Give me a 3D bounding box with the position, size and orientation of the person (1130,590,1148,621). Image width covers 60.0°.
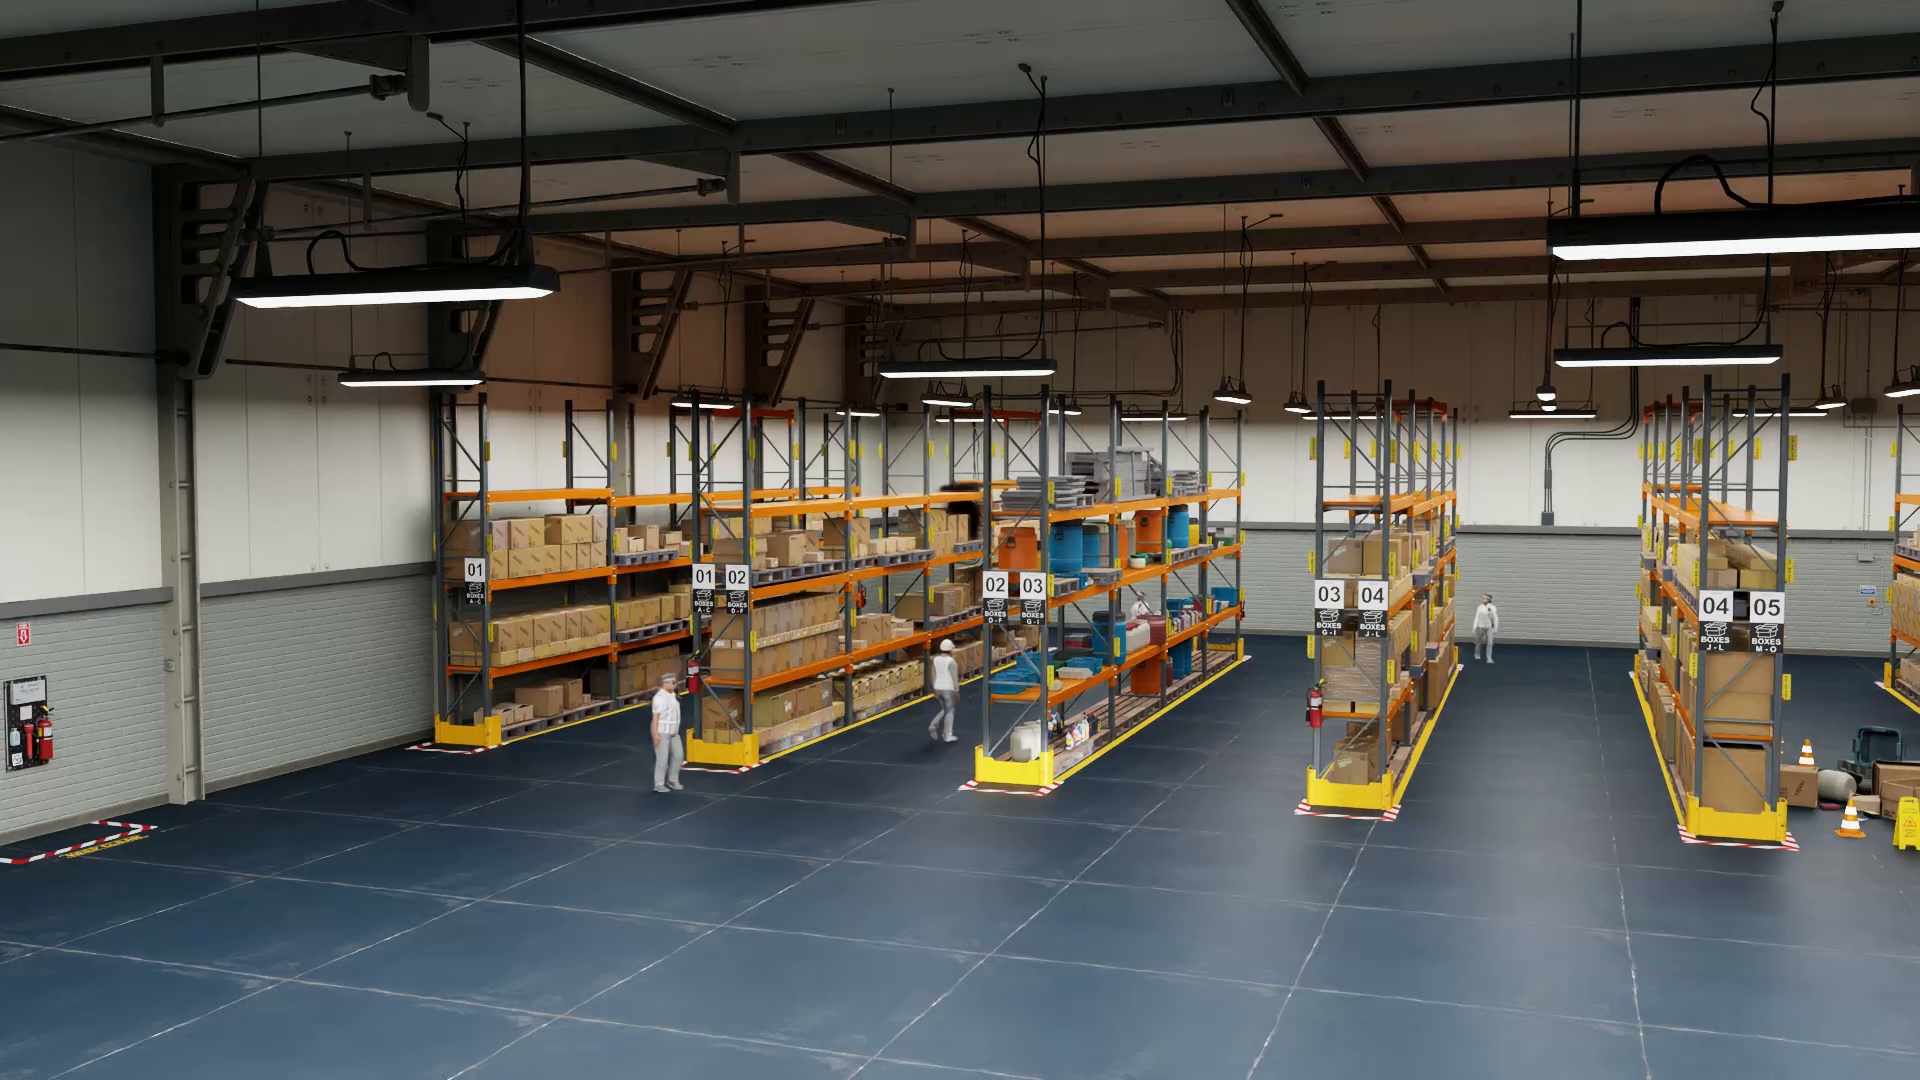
[{"bbox_3d":[4.311,2.029,39.988,0.520,1.668,0.550,2,3,29],"label":"person"}]

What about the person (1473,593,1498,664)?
[{"bbox_3d":[12.461,2.076,39.469,0.585,1.644,0.932,0,3,3],"label":"person"}]

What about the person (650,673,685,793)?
[{"bbox_3d":[-4.350,2.843,24.484,0.413,1.786,0.655,1,3,21],"label":"person"}]

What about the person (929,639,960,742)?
[{"bbox_3d":[-0.257,2.582,28.560,0.524,1.766,0.538,-2,4,-36],"label":"person"}]
